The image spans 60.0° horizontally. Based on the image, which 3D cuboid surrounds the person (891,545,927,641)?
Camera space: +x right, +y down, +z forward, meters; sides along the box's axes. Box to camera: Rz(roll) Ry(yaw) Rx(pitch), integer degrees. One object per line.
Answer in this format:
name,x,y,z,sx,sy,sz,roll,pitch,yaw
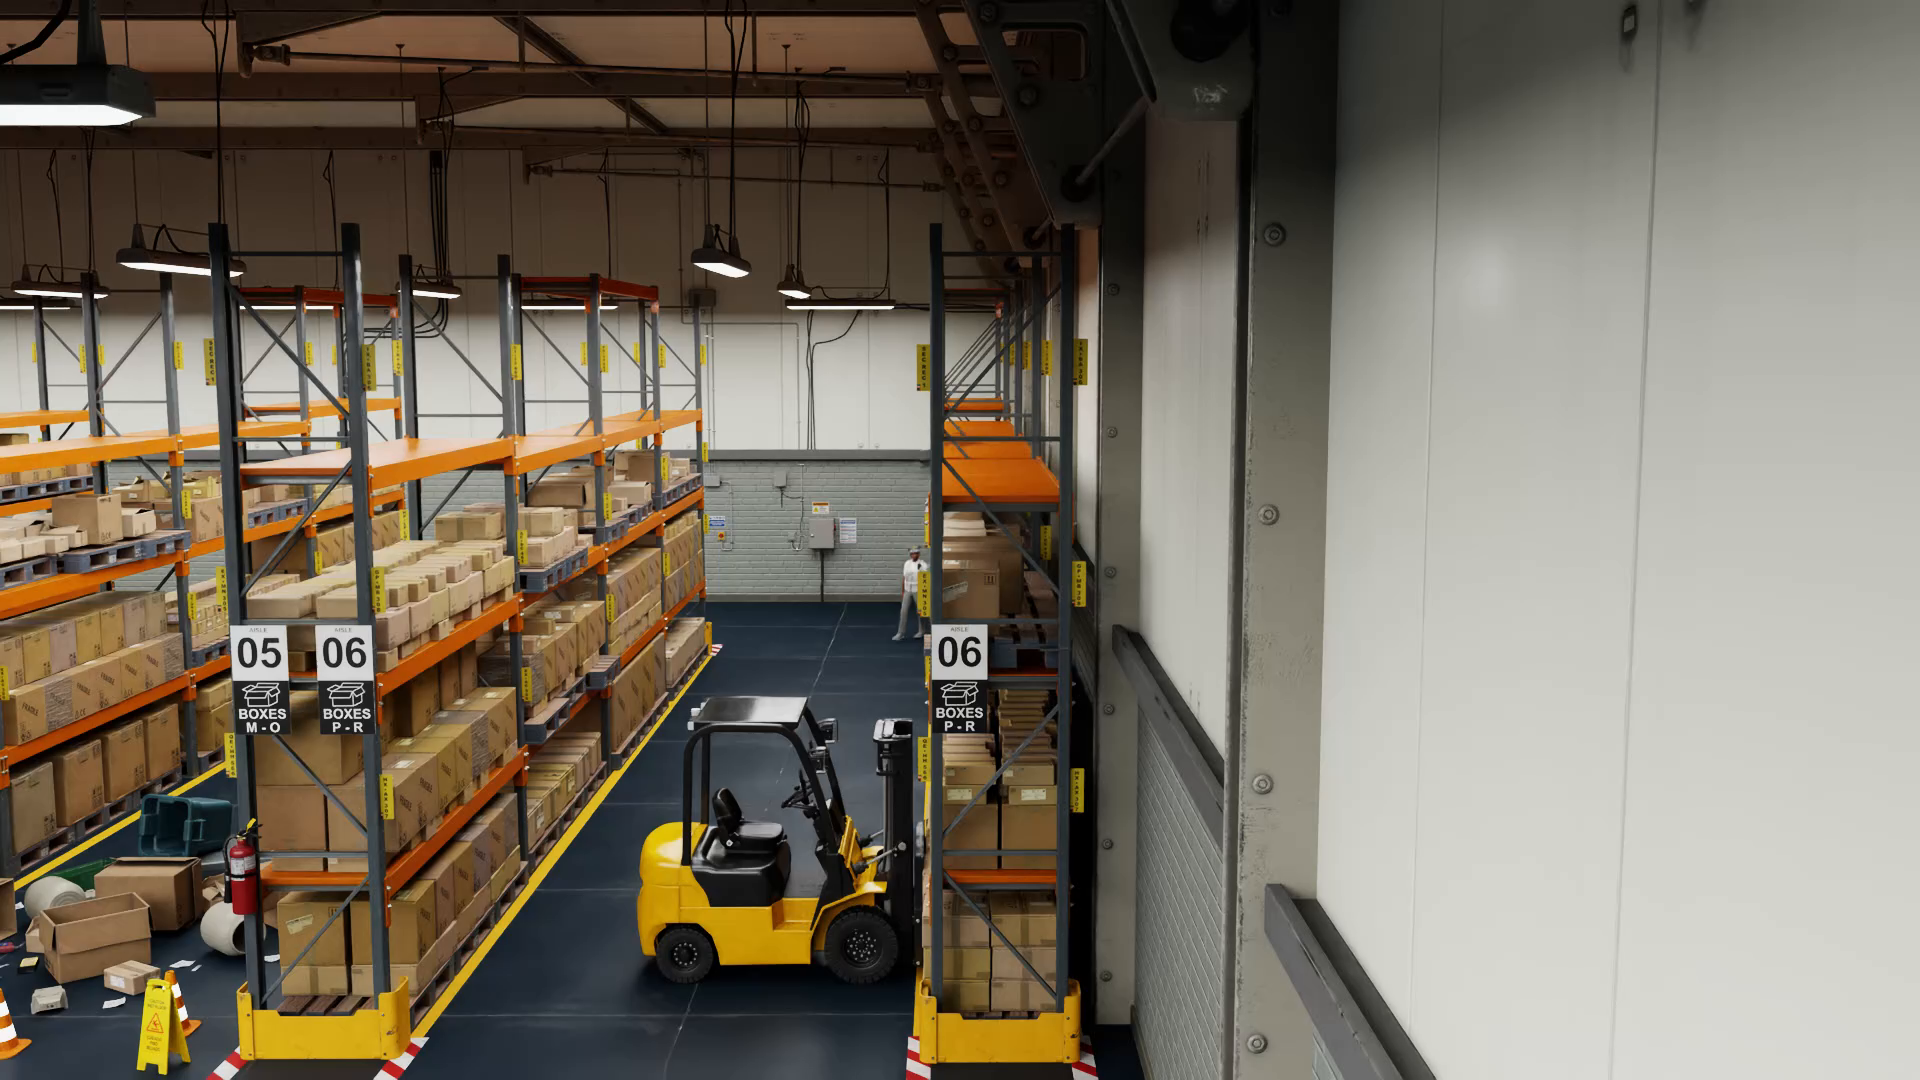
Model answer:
person,-0.857,0.918,29.240,0.528,1.662,0.769,5,8,35
